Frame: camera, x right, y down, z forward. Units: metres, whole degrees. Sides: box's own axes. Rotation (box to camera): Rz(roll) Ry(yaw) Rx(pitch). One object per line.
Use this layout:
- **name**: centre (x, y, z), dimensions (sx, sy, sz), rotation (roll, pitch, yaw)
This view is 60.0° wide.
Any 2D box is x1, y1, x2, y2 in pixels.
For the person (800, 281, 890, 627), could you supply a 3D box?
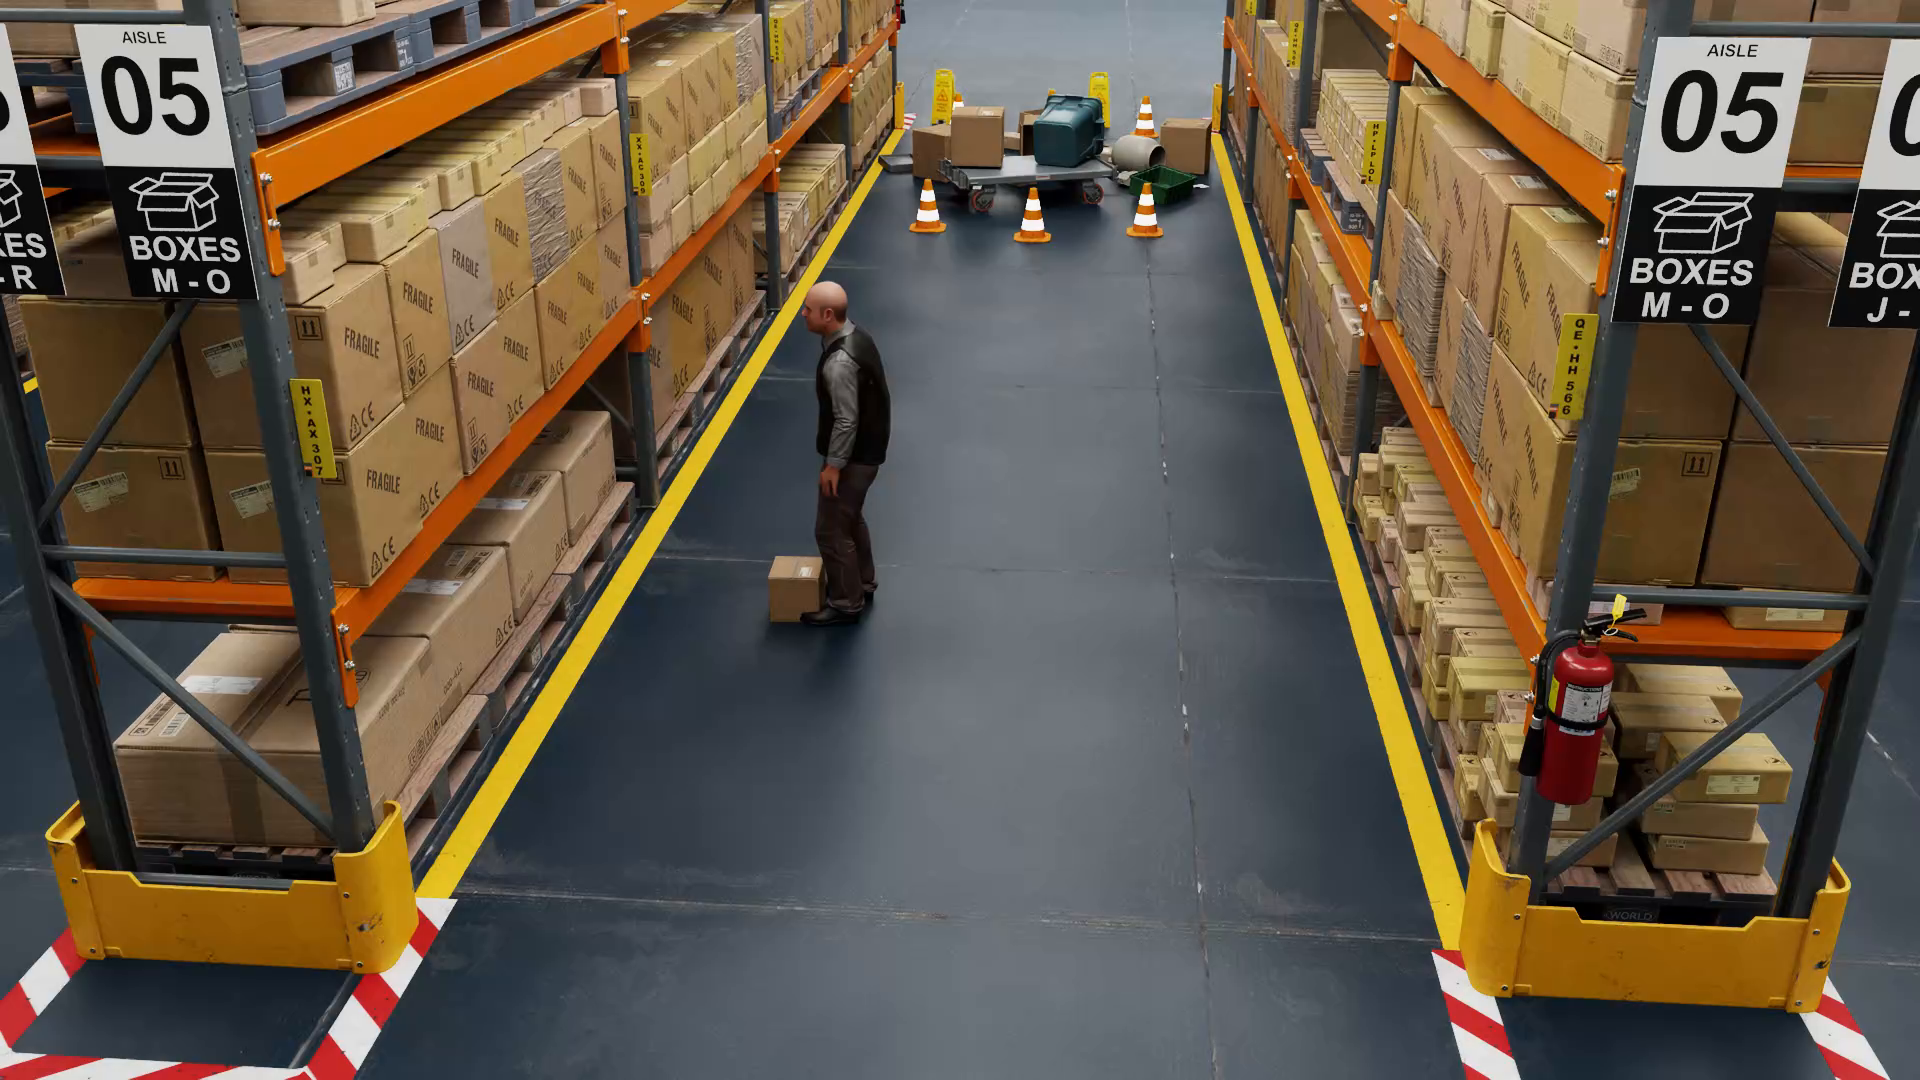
- **person**: centre (-0.564, -0.413, 8.044), dimensions (0.465, 1.722, 0.591), rotation (1, 24, 2)
